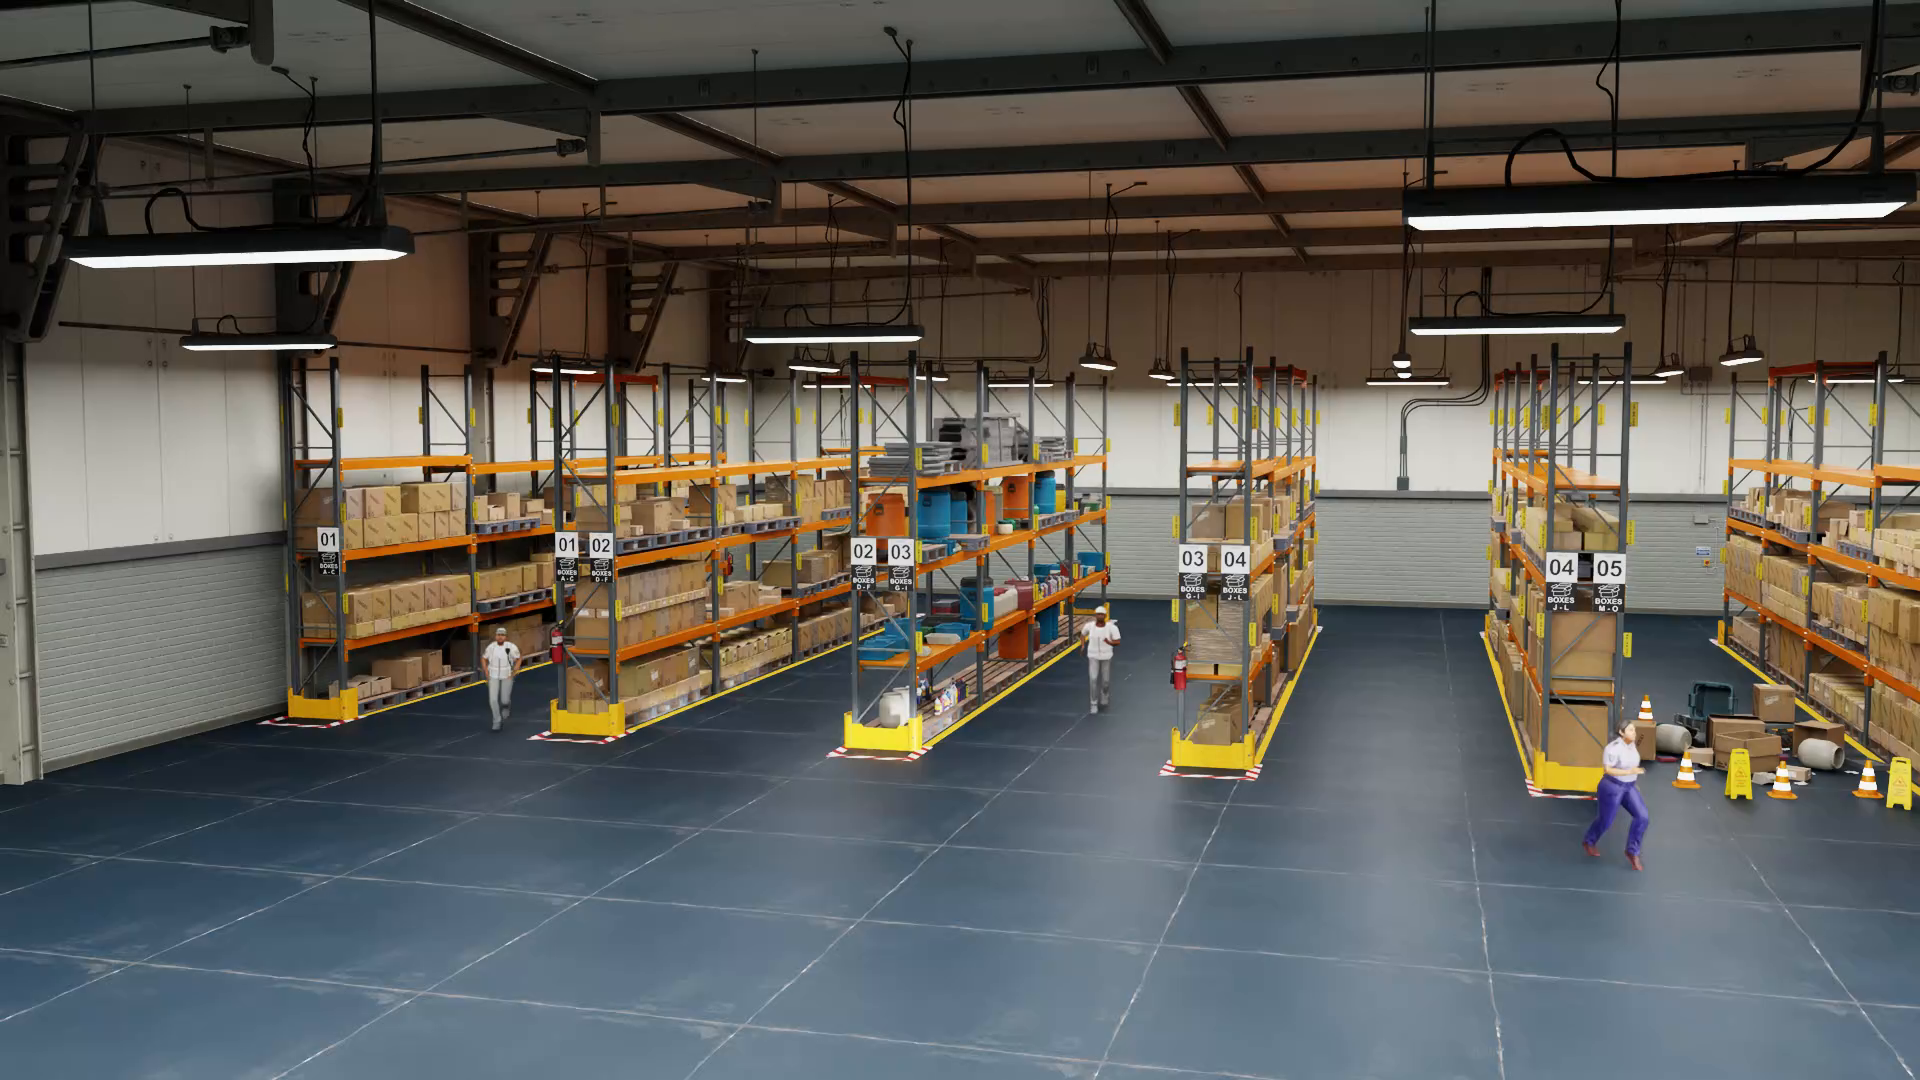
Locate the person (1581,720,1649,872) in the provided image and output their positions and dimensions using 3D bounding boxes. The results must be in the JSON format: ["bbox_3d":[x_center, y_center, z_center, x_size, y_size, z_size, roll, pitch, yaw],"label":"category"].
[{"bbox_3d":[7.335,2.829,18.620,0.626,1.688,0.830,-2,5,-31],"label":"person"}]

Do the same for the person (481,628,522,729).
[{"bbox_3d":[-7.448,2.235,27.023,0.642,1.648,0.626,-1,4,-9],"label":"person"}]

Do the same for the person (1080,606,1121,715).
[{"bbox_3d":[2.389,2.014,28.333,0.693,1.778,0.946,0,4,6],"label":"person"}]
